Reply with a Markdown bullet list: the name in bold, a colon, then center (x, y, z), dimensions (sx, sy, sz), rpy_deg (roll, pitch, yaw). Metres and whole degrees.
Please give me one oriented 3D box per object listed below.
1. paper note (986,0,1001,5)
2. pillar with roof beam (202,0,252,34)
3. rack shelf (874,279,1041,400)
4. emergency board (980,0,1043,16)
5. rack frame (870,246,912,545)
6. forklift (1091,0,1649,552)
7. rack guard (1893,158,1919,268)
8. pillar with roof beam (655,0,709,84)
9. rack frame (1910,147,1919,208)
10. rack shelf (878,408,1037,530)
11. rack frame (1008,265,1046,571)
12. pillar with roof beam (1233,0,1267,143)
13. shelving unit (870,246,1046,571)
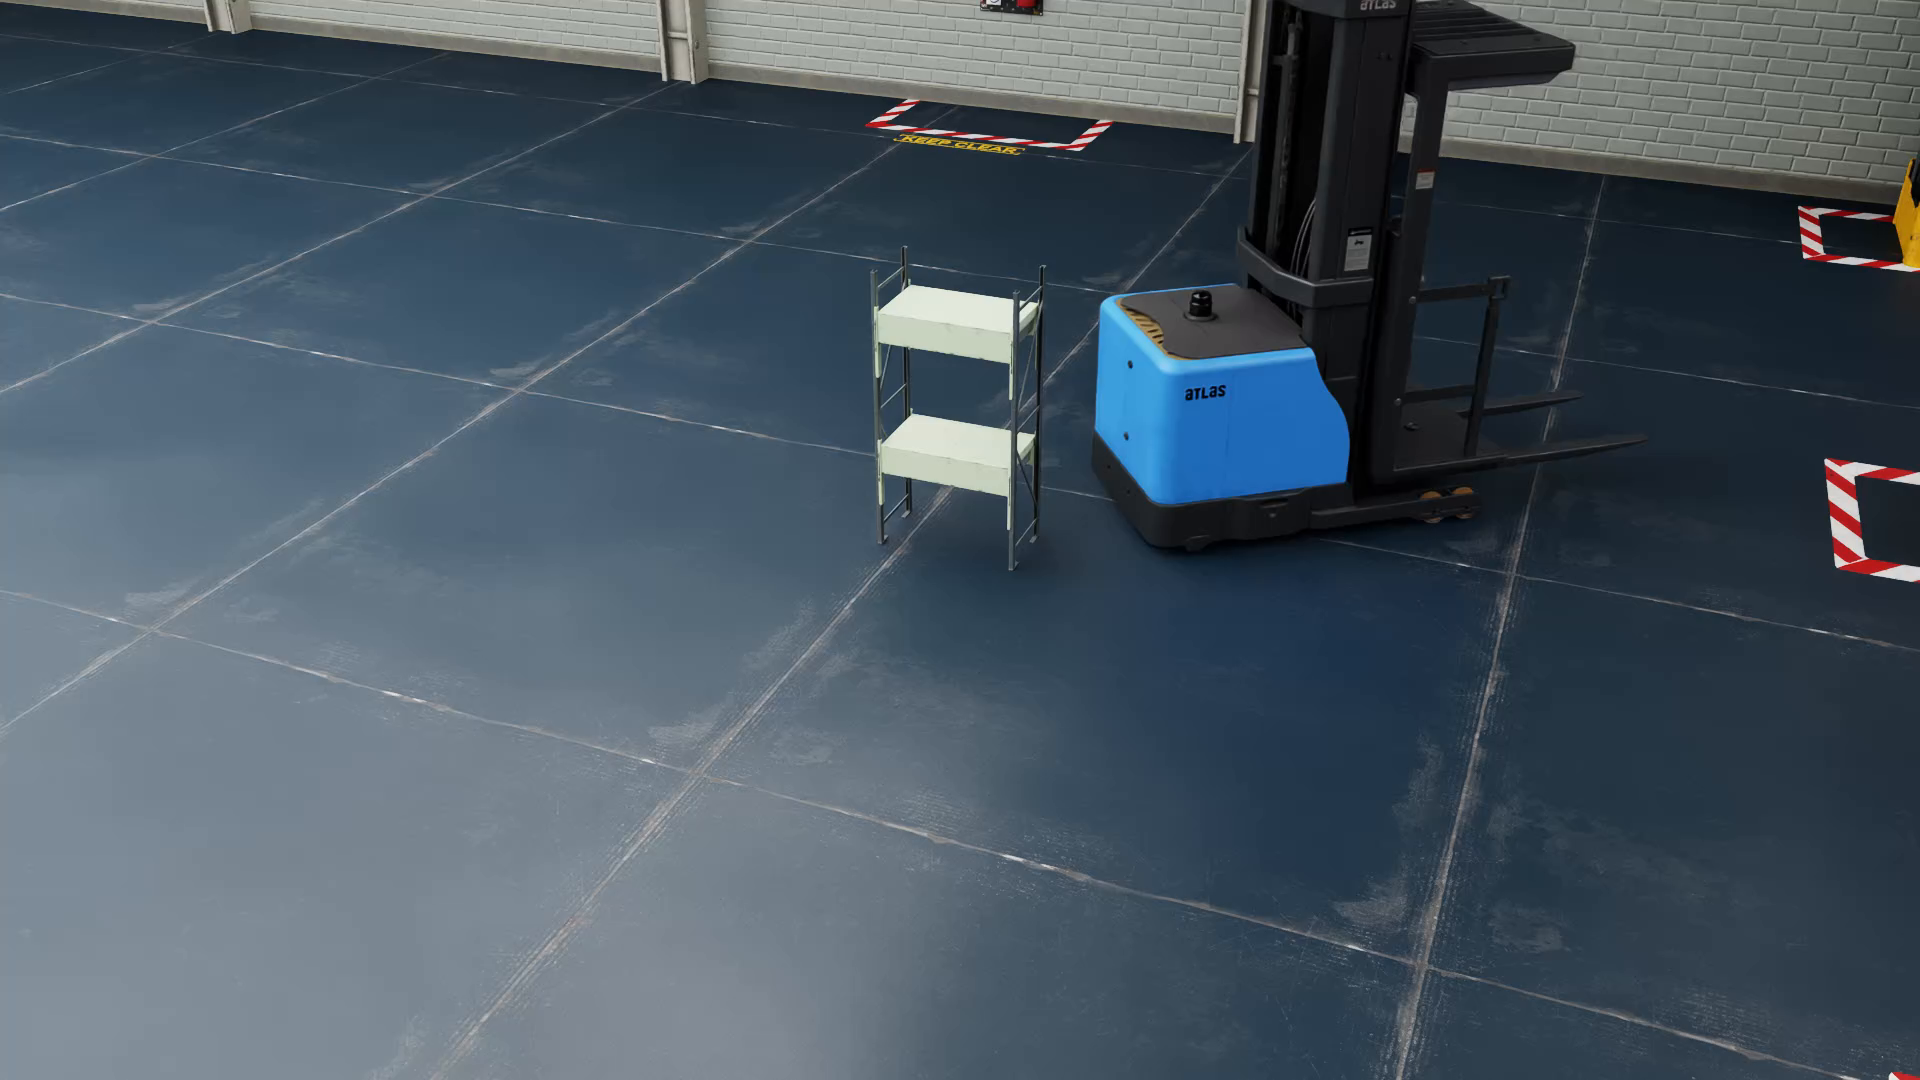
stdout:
- **paper note**: center (0.318, -5.117, 15.650), dimensions (0.142, 0.148, 0.016), rpy_deg (11, 31, 19)
- **pillar with roof beam**: center (-10.006, -7.831, 13.459), dimensions (0.400, 9.000, 9.100), rpy_deg (11, 31, 19)
- **rack shelf**: center (-0.006, -0.994, 8.191), dimensions (0.720, 0.370, 0.431), rpy_deg (11, 31, 19)
- **emergency board**: center (0.457, -5.437, 15.320), dimensions (0.643, 1.169, 0.194), rpy_deg (11, 31, 19)
- **rack frame**: center (-0.345, -0.722, 8.503), dimensions (0.023, 1.500, 0.400), rpy_deg (11, 31, 19)
- **forklift**: center (2.309, -1.608, 8.617), dimensions (3.031, 2.935, 1.130), rpy_deg (-8, 30, -13)
- **rack guard**: center (7.388, -2.485, 12.638), dimensions (0.348, 0.500, 1.175), rpy_deg (11, 31, 19)
- **pillar with roof beam**: center (-4.446, -6.721, 11.495), dimensions (0.400, 9.000, 9.100), rpy_deg (11, 31, 19)
- **rack frame**: center (7.318, -3.587, 12.048), dimensions (0.127, 3.000, 1.000), rpy_deg (11, 31, 19)
- **rack shelf**: center (-0.006, -0.370, 8.544), dimensions (0.720, 0.370, 0.431), rpy_deg (11, 31, 19)
- **rack frame**: center (0.333, -0.586, 8.263), dimensions (0.023, 1.500, 0.400), rpy_deg (11, 31, 19)
- **pillar with roof beam**: center (1.114, -5.611, 9.531), dimensions (0.400, 9.000, 9.100), rpy_deg (11, 31, 19)
- **shelving unit**: center (-0.006, -0.654, 8.383), dimensions (0.755, 1.500, 0.431), rpy_deg (11, 31, 19)
